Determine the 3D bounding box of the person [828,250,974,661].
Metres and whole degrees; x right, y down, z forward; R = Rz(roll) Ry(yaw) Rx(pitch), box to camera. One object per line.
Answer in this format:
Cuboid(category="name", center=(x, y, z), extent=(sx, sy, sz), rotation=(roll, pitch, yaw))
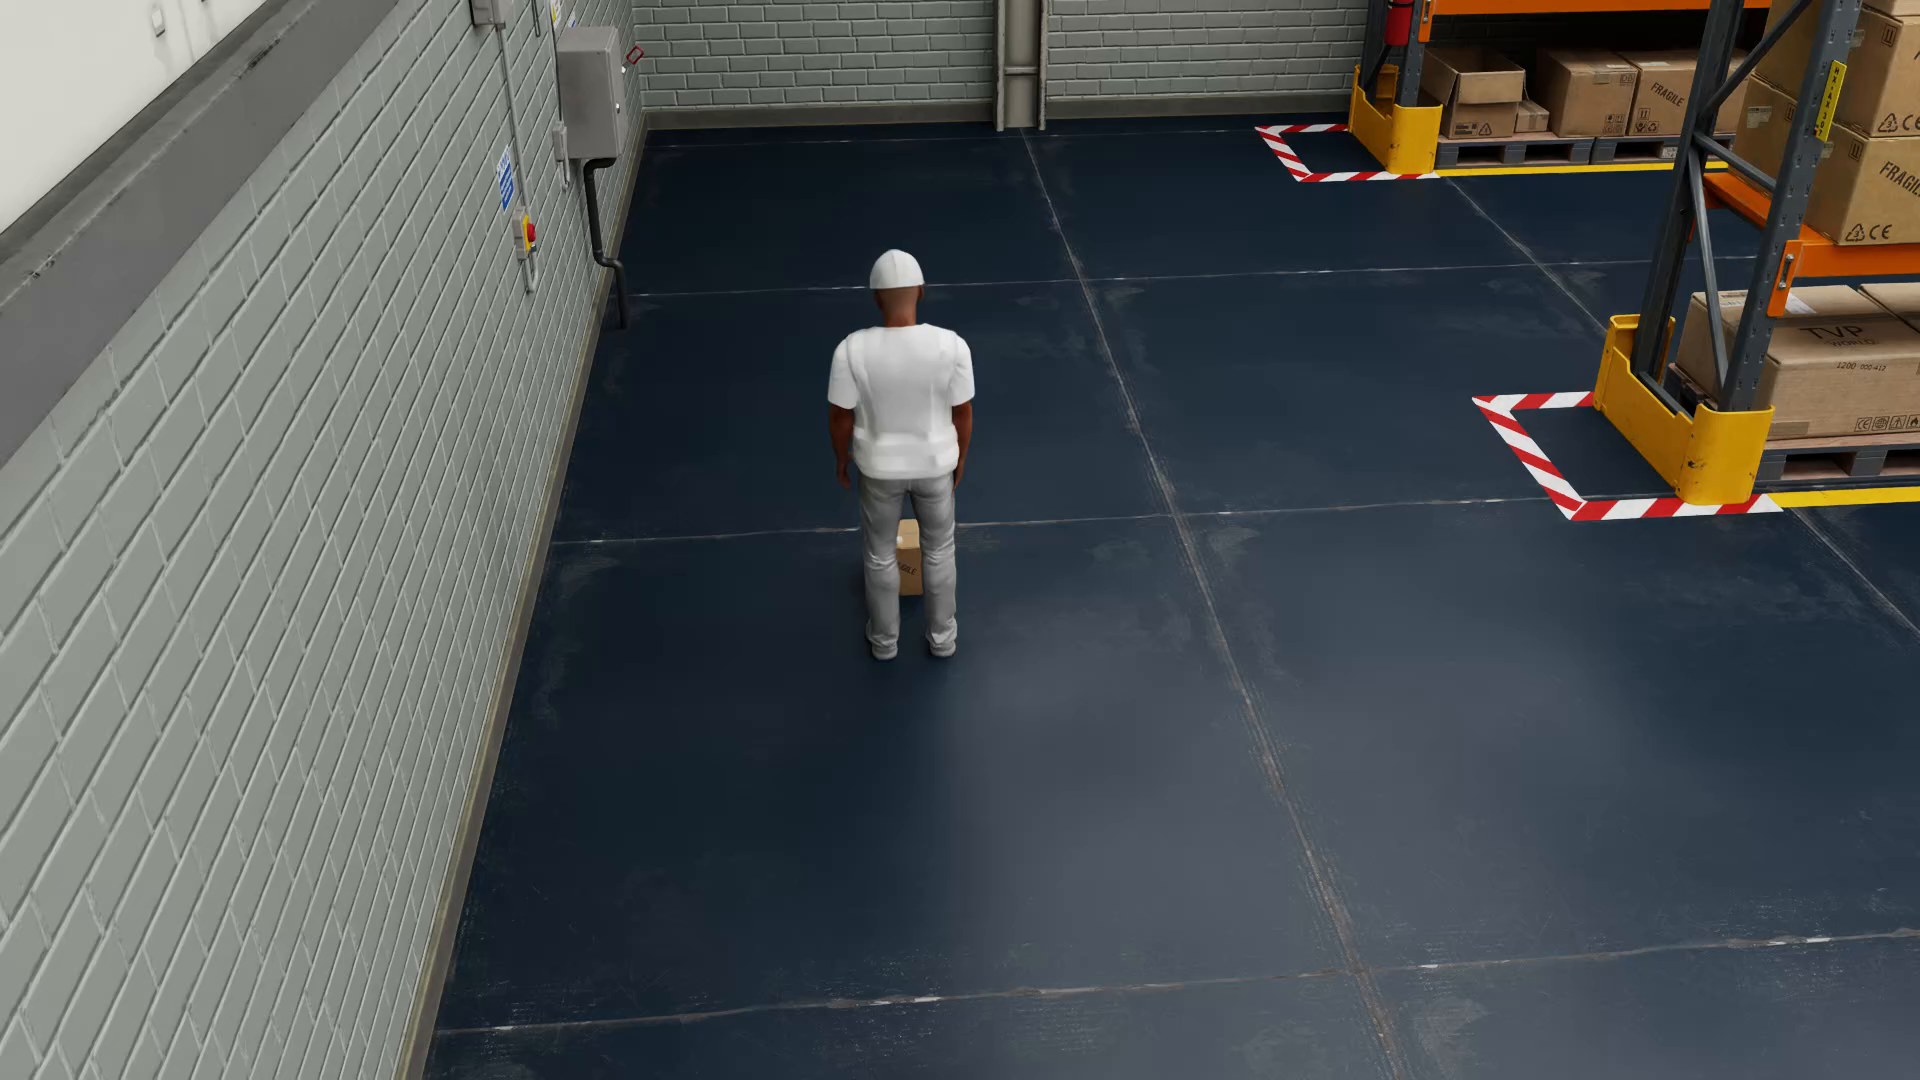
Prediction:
Cuboid(category="person", center=(-0.231, -0.314, 6.639), extent=(0.567, 1.759, 0.368), rotation=(-2, 31, -4))
